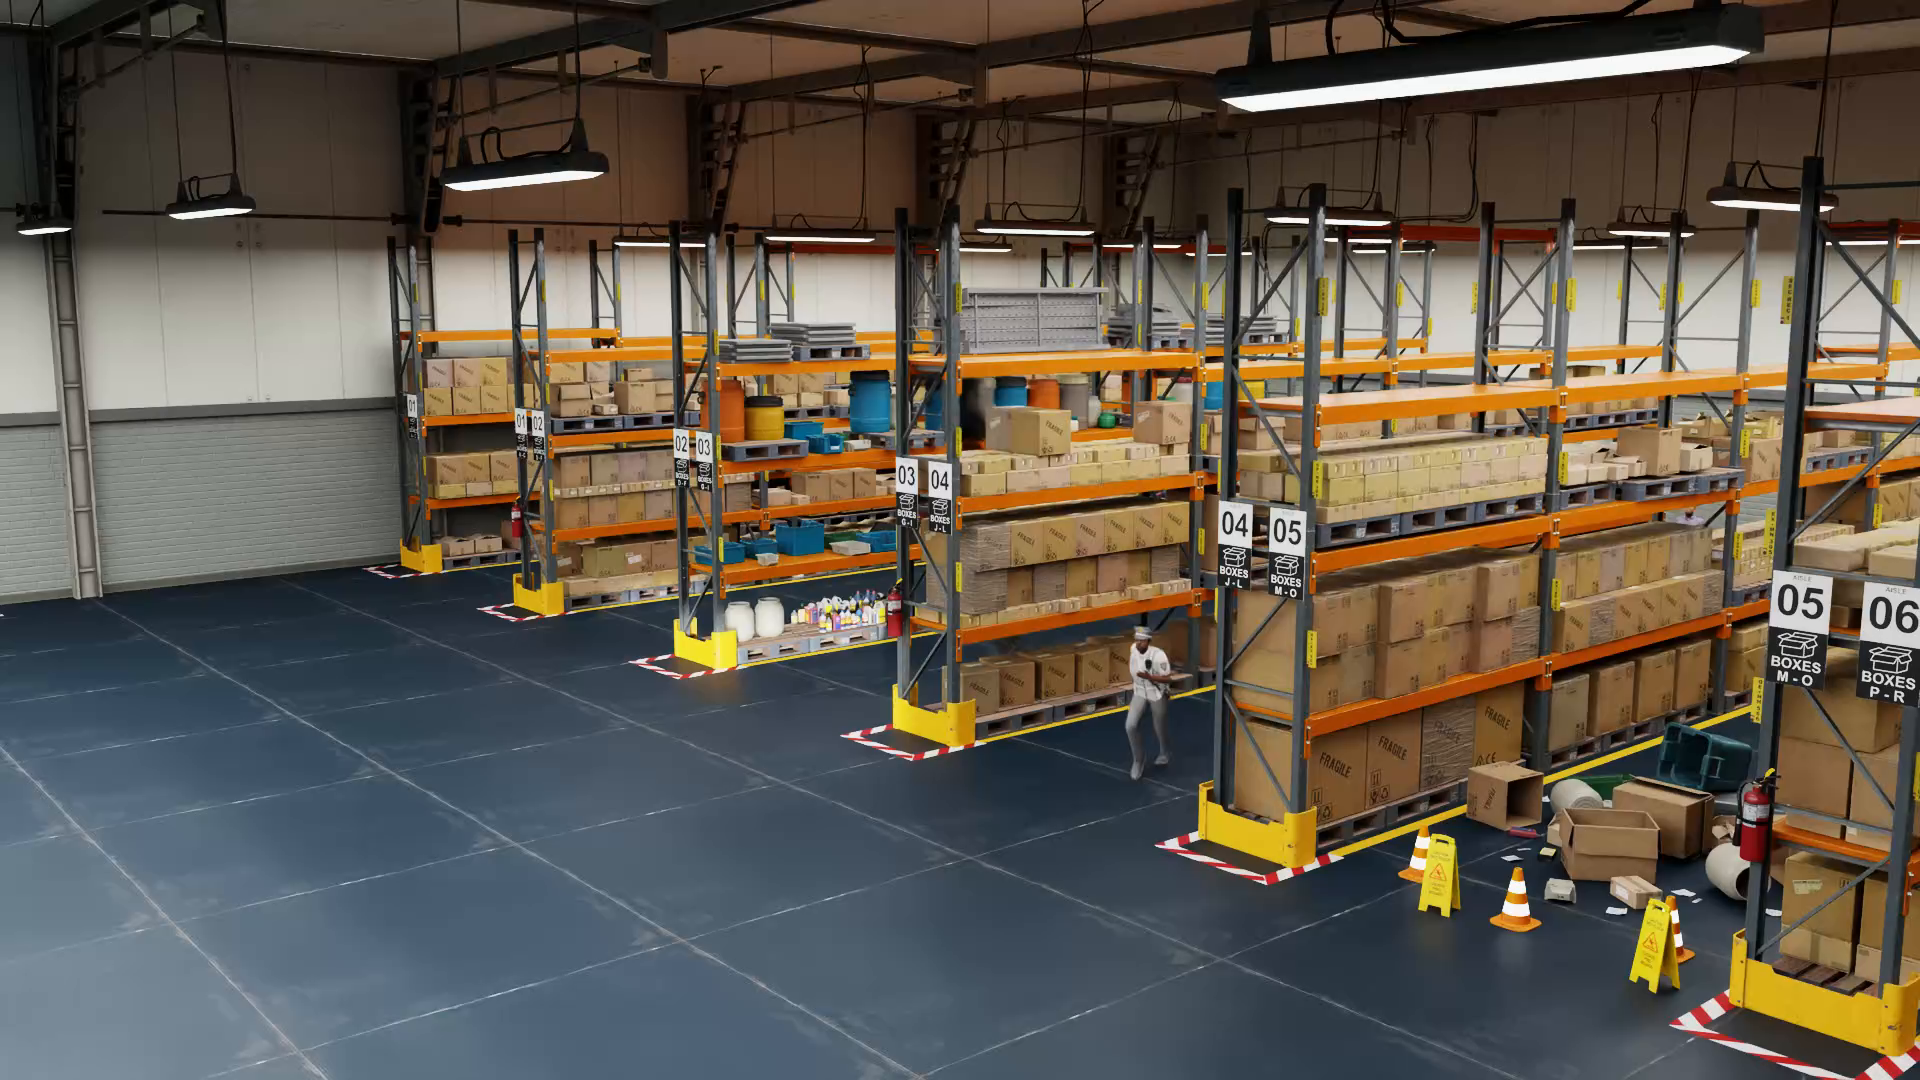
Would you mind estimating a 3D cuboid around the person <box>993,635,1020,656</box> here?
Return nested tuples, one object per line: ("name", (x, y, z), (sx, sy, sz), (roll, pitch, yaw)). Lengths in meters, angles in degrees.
("person", (0.589, 0.812, 21.585), (0.650, 1.630, 0.750), (-3, 9, -20))

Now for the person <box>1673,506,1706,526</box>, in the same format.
("person", (12.058, 0.161, 27.562), (0.616, 1.611, 0.544), (8, 12, 40))

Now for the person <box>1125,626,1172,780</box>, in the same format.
("person", (2.018, 1.677, 17.540), (0.569, 1.665, 0.905), (5, 10, 28))
